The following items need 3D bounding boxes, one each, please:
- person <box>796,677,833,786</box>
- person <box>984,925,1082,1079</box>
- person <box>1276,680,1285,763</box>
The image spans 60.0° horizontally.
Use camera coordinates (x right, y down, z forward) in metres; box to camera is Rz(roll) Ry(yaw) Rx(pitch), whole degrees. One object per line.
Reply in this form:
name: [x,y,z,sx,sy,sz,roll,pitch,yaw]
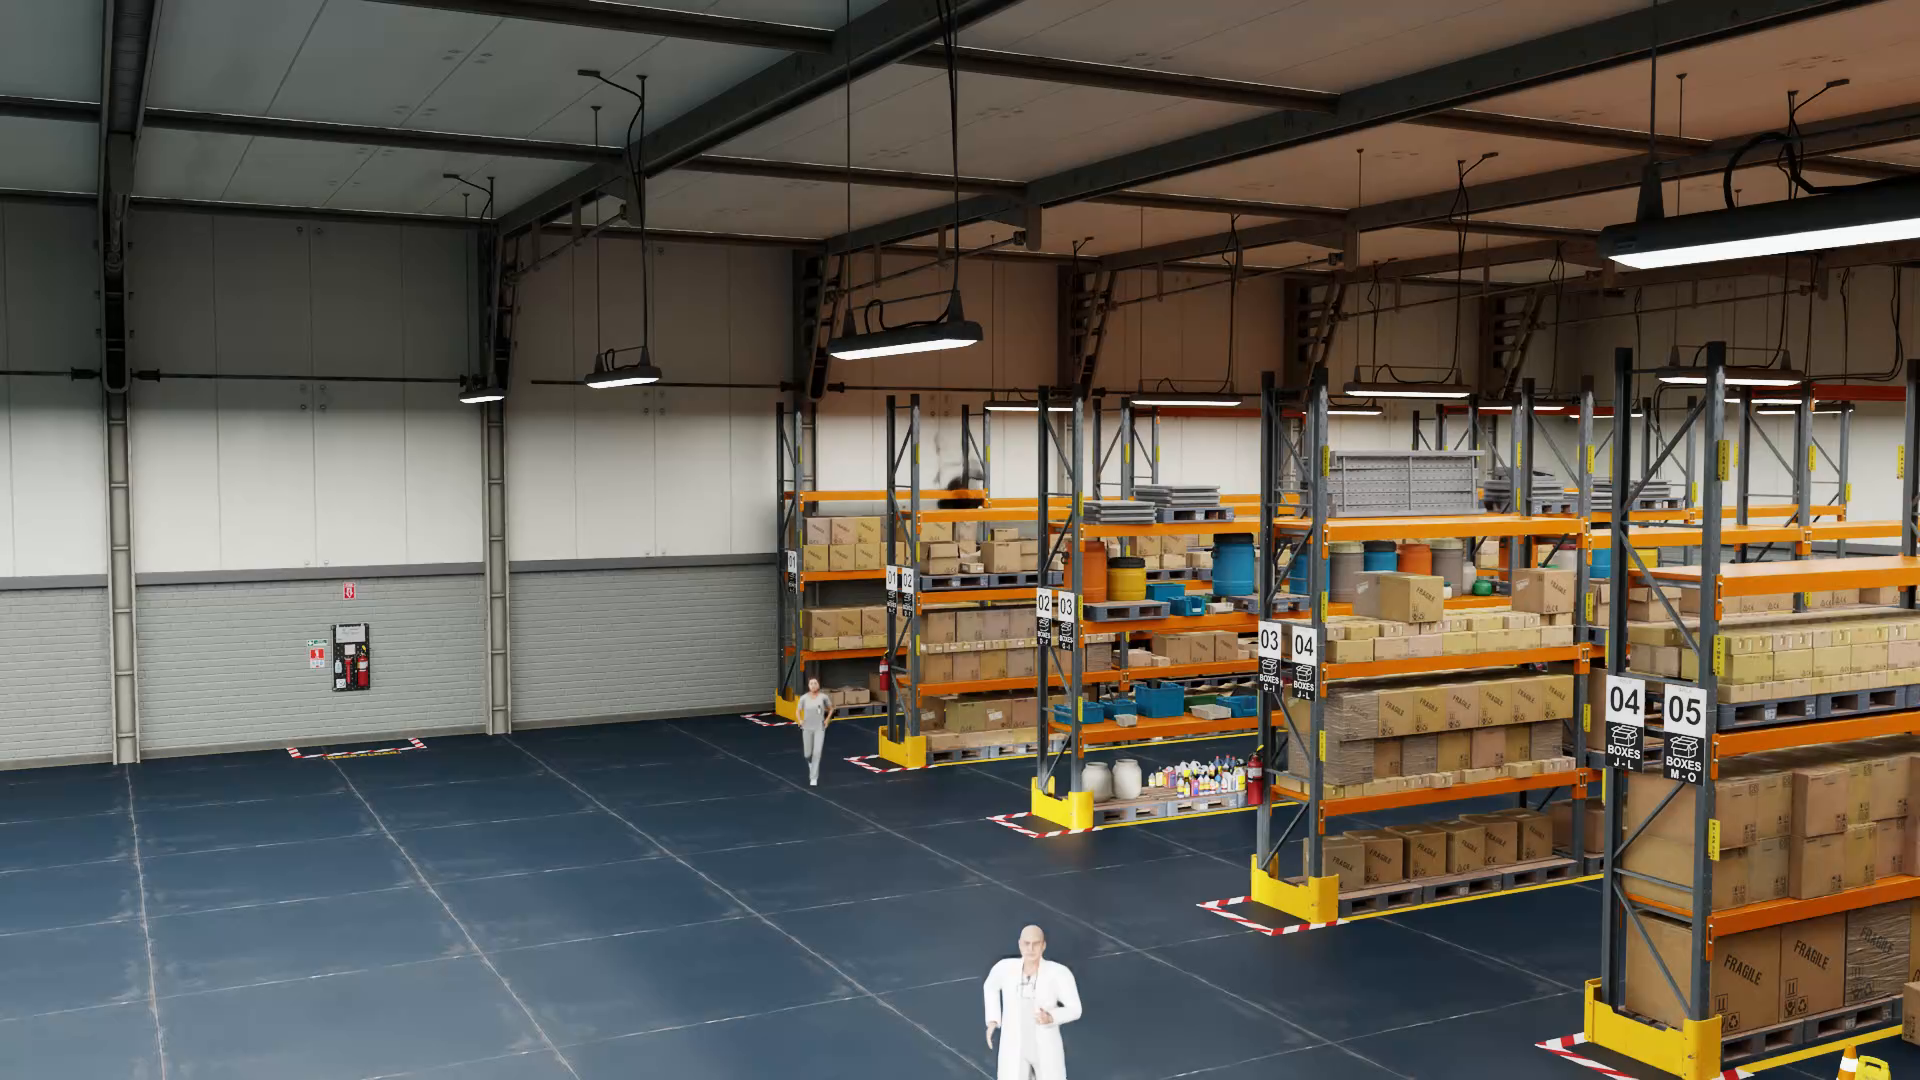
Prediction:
person: [-2.233,2.908,25.541,0.576,1.639,0.740,0,3,-2]
person: [0.501,3.588,11.707,0.708,1.754,1.061,0,3,5]
person: [4.981,2.812,26.756,0.659,1.728,0.592,-1,4,-24]
